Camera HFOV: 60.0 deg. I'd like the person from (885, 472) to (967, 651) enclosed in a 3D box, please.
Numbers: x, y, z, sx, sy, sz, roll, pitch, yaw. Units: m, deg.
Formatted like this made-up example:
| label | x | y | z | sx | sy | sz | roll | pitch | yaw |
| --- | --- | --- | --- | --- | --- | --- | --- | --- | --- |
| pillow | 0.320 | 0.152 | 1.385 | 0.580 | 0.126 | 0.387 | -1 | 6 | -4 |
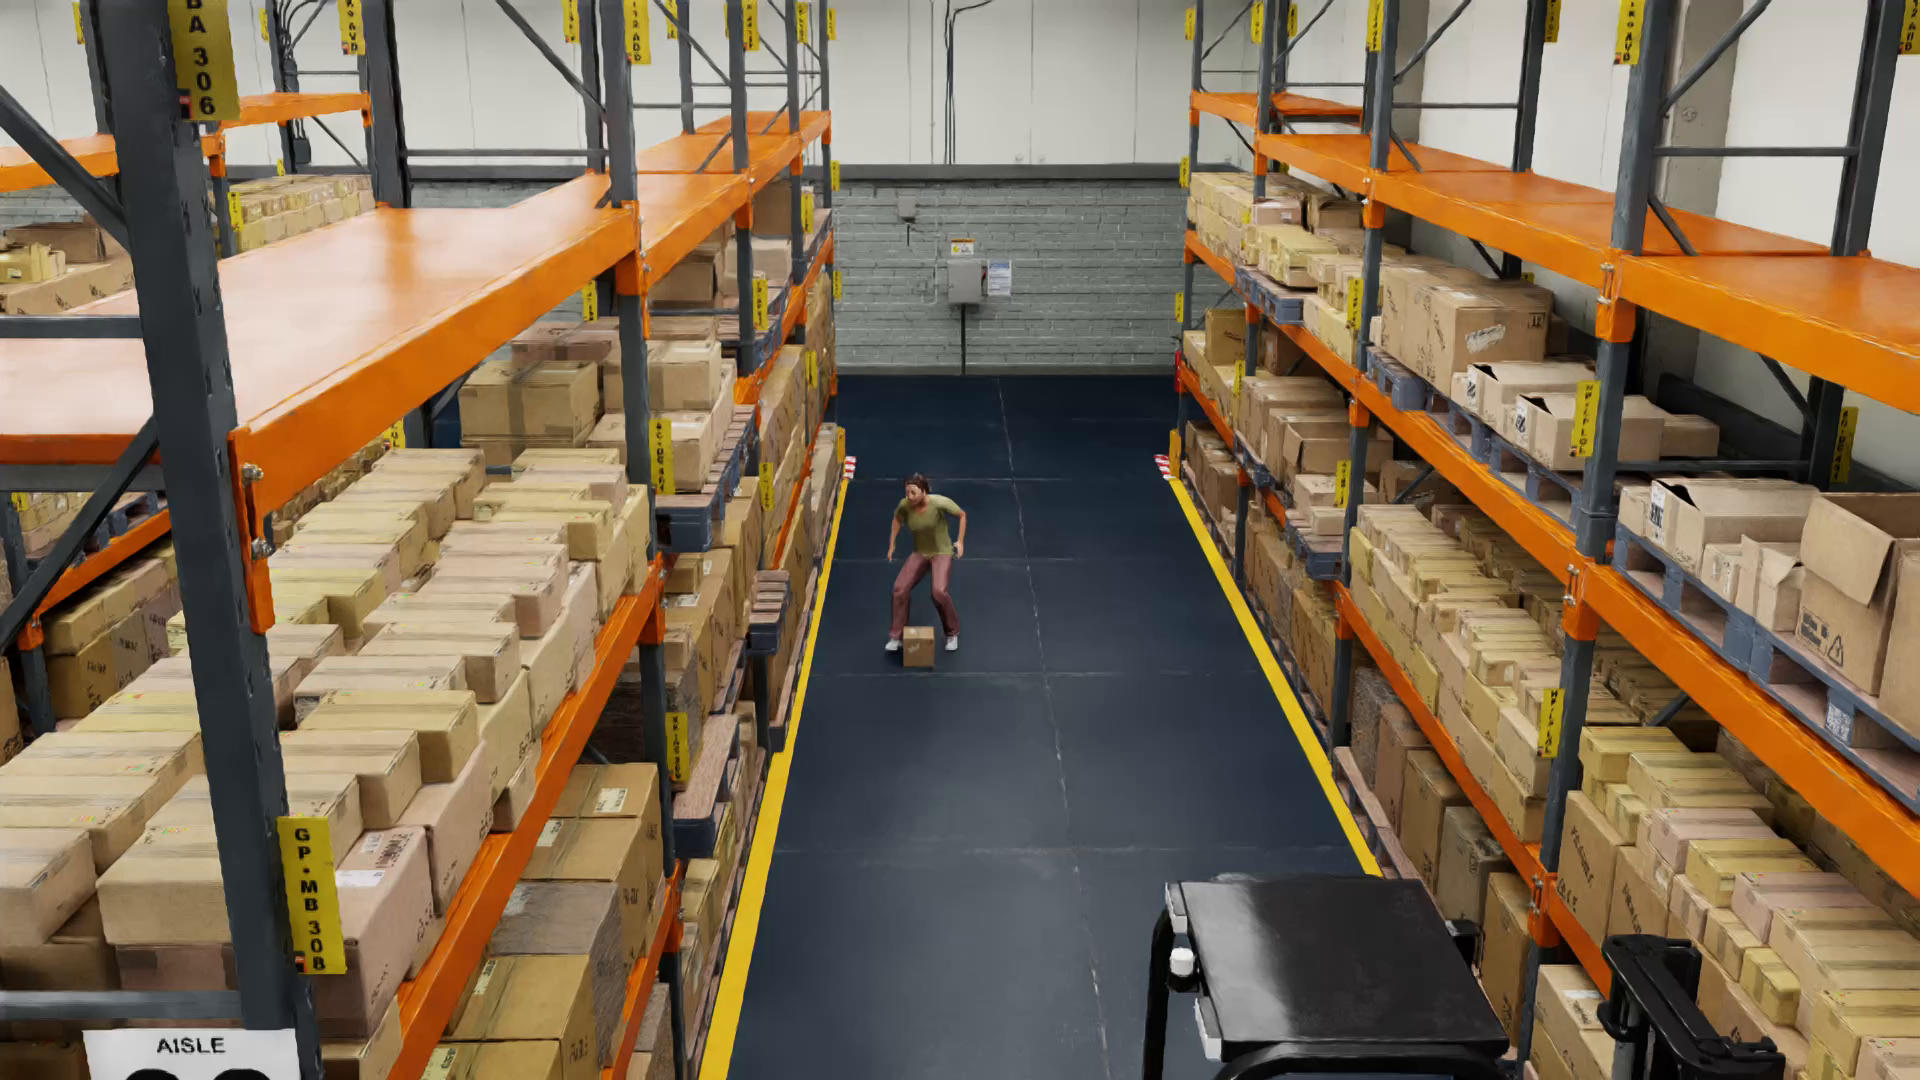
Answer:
| label | x | y | z | sx | sy | sz | roll | pitch | yaw |
| --- | --- | --- | --- | --- | --- | --- | --- | --- | --- |
| person | -0.333 | 0.264 | 13.833 | 0.680 | 1.275 | 0.734 | 7 | 18 | 21 |
